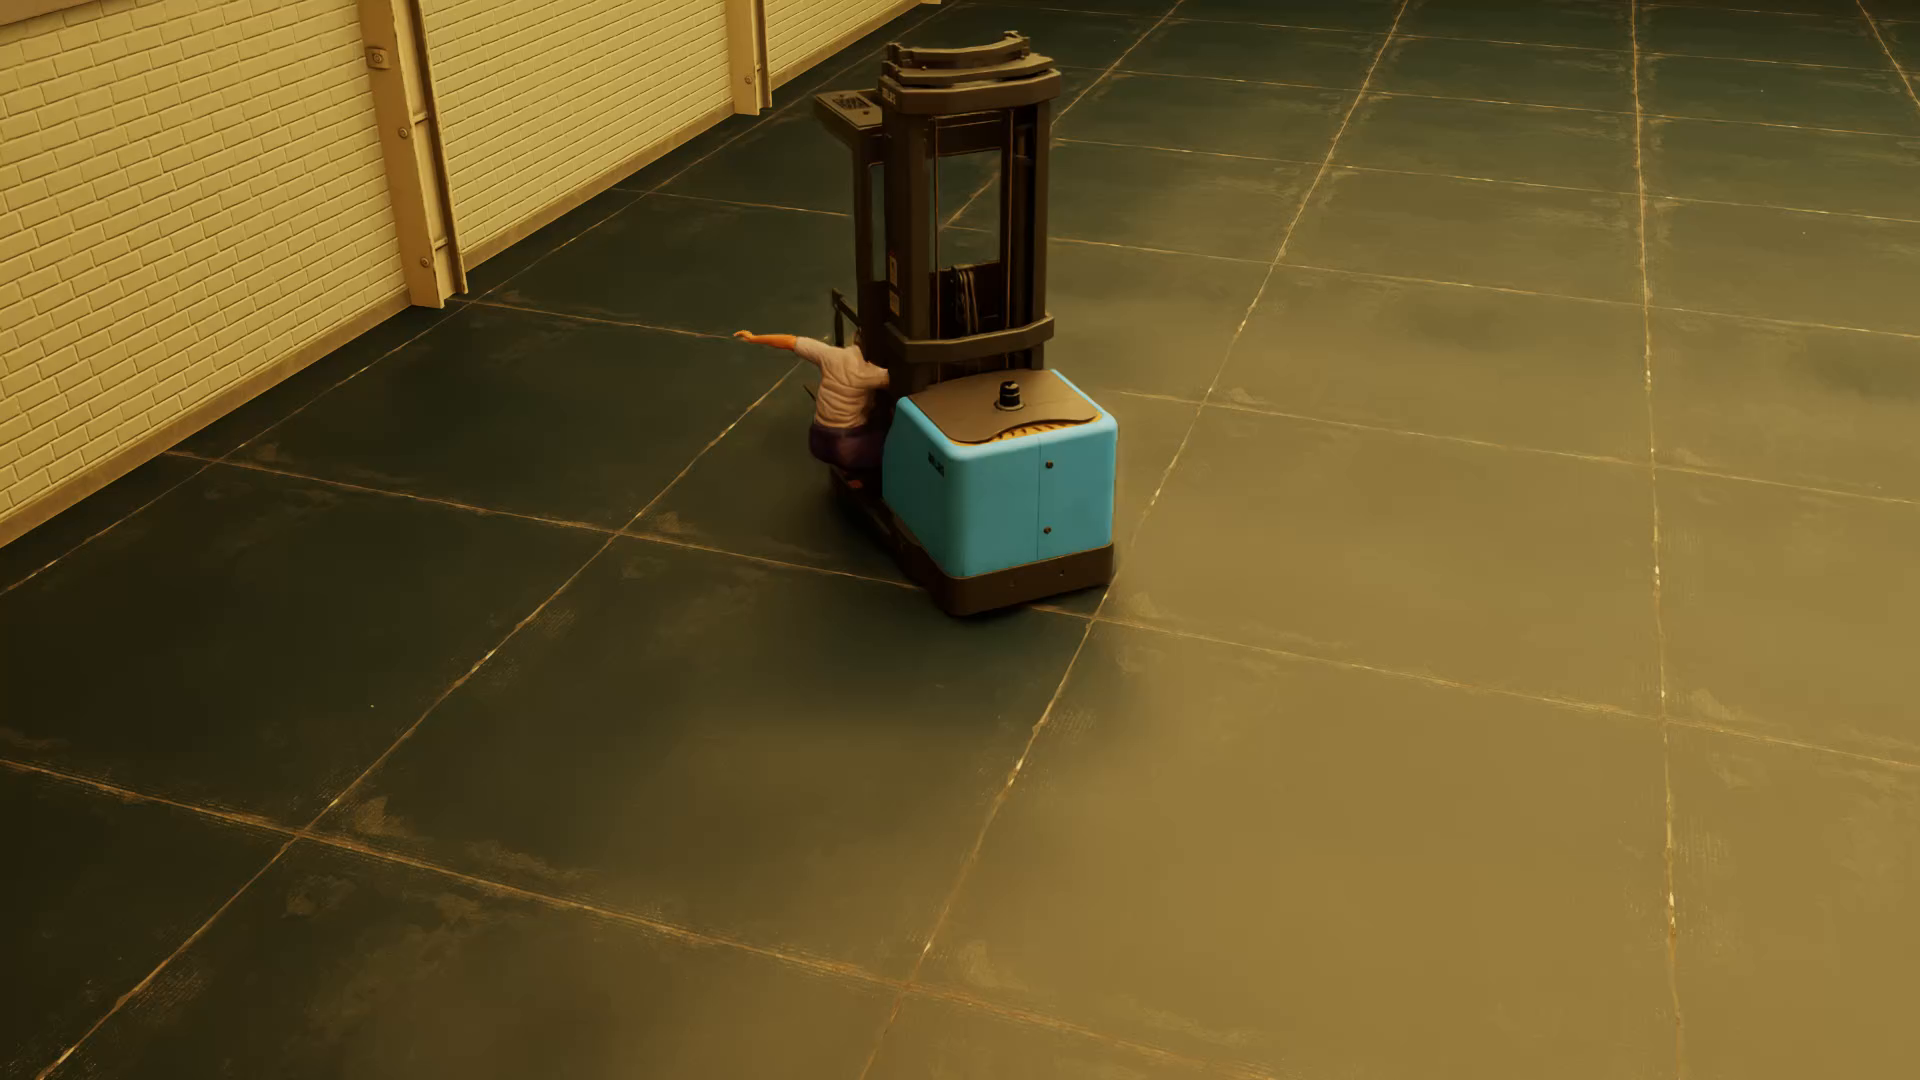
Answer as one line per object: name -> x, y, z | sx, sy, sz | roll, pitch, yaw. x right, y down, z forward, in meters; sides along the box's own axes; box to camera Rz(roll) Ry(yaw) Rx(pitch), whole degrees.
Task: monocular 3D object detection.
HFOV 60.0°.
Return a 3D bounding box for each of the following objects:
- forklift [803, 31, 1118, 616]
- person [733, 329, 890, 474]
forklift -> -0.175, -1.565, 9.883 | 1.130, 2.935, 3.031 | -12, 32, -20
person -> -0.679, -0.732, 10.080 | 1.286, 1.344, 0.682 | 22, 36, 33
